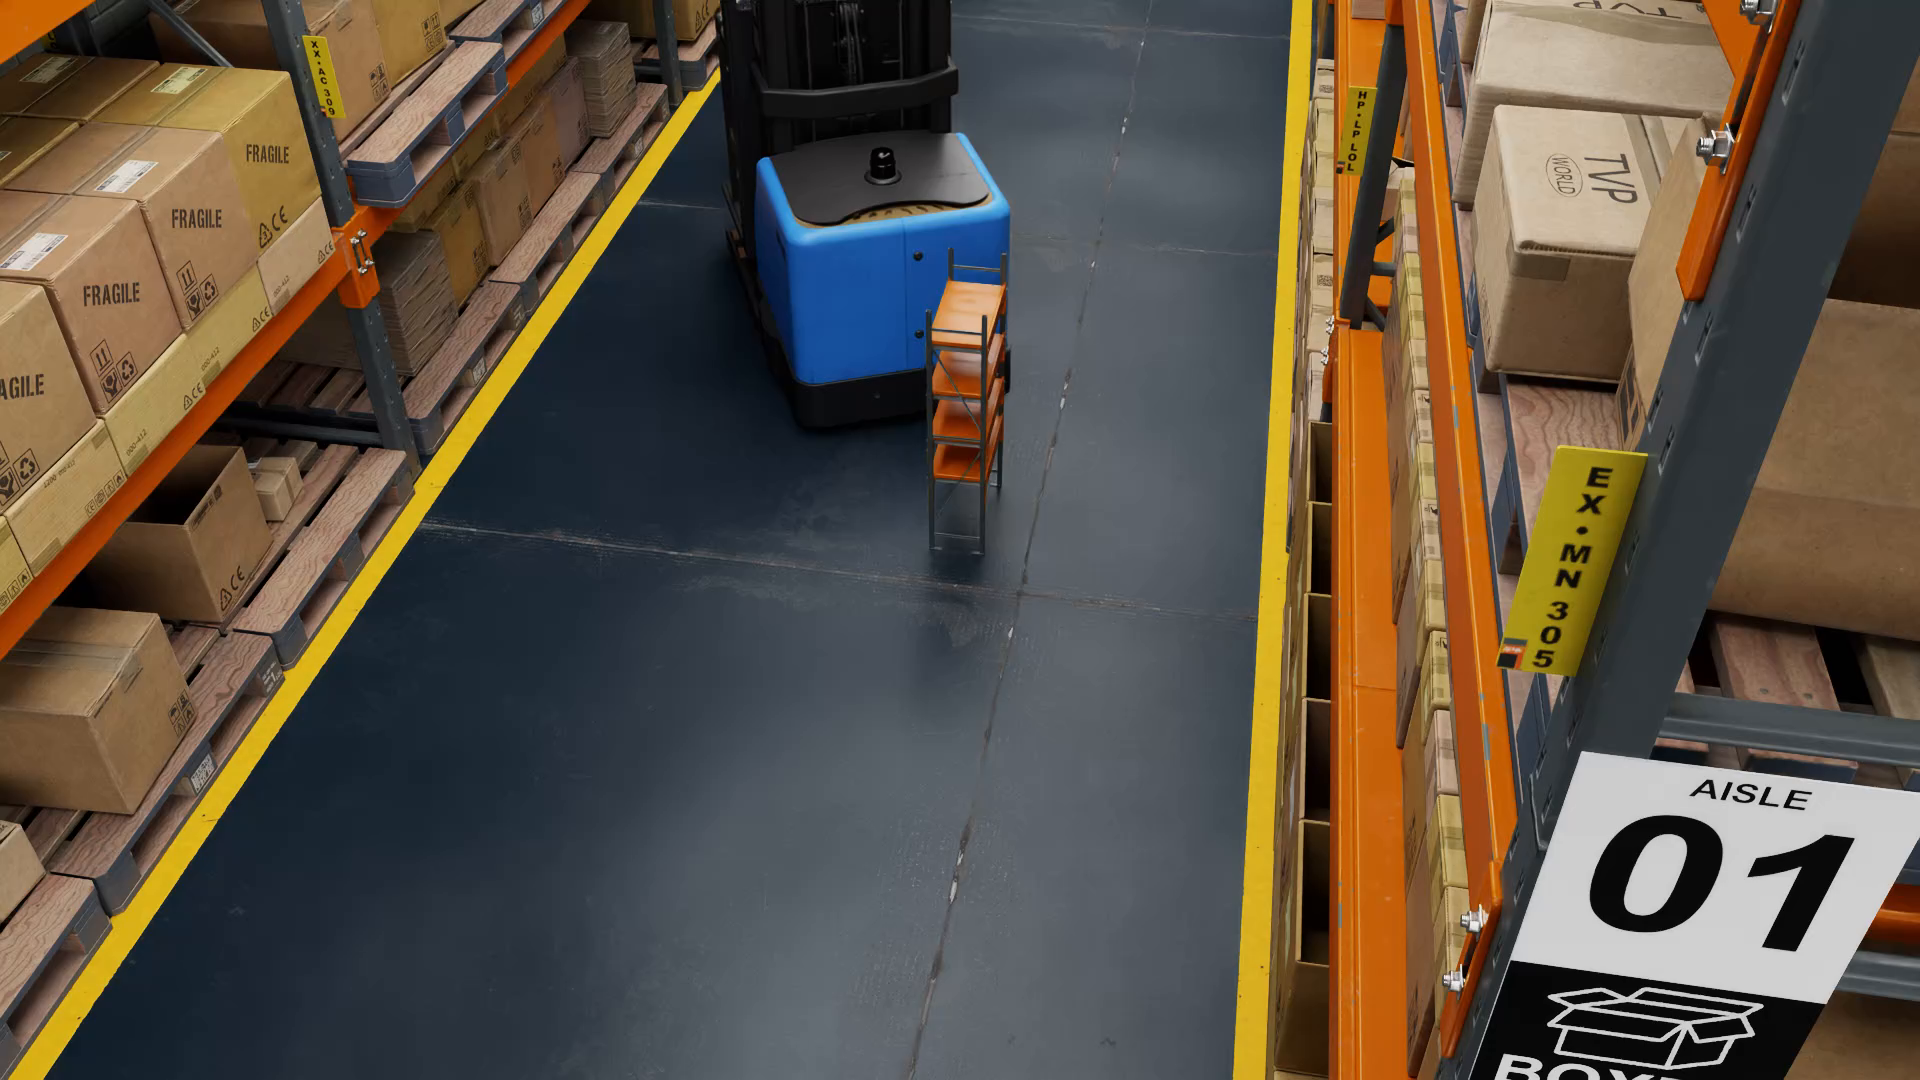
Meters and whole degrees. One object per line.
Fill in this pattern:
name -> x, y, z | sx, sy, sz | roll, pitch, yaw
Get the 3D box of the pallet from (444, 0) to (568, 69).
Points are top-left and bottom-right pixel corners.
pallet -> -2.578, -2.678, 8.285 | 1.003, 0.211, 1.213 | 6, 40, 8

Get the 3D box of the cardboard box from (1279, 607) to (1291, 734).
cardboard box -> 1.441, 0.524, 6.090 | 0.500, 0.250, 0.500 | 6, 40, 8

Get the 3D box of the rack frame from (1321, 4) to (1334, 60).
rack frame -> 2.604, -3.455, 9.075 | 1.000, 3.000, 0.127 | 6, 40, 8

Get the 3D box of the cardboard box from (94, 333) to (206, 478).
cardboard box -> -2.918, -0.478, 5.577 | 0.500, 0.250, 0.500 | 6, 40, 7

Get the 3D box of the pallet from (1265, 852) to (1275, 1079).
pallet -> 1.524, 1.393, 5.400 | 1.003, 0.211, 1.213 | 6, 40, 8

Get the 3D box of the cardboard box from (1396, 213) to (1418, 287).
cardboard box -> 1.631, -0.928, 5.431 | 0.380, 0.149, 0.250 | 7, 40, 8

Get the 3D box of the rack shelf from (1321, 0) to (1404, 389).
rack shelf -> 2.257, -1.922, 7.786 | 1.077, 0.370, 4.000 | 6, 40, 8

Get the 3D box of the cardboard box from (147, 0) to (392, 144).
cardboard box -> -2.847, -2.012, 6.906 | 0.700, 0.500, 0.500 | 7, 40, 8

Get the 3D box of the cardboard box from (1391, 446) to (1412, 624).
cardboard box -> 1.665, -0.058, 4.887 | 0.700, 0.500, 0.500 | 7, 40, 8

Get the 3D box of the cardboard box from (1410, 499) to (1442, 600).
cardboard box -> 1.364, 0.043, 4.257 | 0.380, 0.149, 0.250 | 6, 40, 7

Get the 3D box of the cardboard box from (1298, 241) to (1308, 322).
cardboard box -> 1.964, -1.296, 8.292 | 0.500, 0.250, 0.500 | 7, 40, 9

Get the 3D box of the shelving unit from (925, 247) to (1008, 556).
shelving unit -> 0.029, -0.566, 6.993 | 0.258, 1.200, 0.503 | 6, 40, 8

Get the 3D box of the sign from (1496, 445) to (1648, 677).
sign -> 0.687, 0.031, 1.872 | 0.100, 0.325, 0.005 | 6, 40, 8

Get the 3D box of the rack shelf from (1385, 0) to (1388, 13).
rack shelf -> 2.257, -3.078, 6.830 | 1.077, 0.370, 4.000 | 6, 40, 8

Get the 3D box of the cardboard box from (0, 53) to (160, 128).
cardboard box -> -3.255, -1.455, 6.170 | 0.500, 0.500, 0.500 | 6, 40, 7

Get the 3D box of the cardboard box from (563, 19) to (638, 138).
cardboard box -> -2.349, -2.747, 9.835 | 0.700, 0.500, 0.500 | 7, 40, 8

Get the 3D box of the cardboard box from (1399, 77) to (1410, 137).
cardboard box -> 2.238, -2.108, 7.367 | 0.500, 0.500, 0.500 | 6, 40, 8

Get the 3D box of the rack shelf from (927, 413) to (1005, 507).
rack shelf -> 0.029, -0.361, 7.163 | 0.258, 0.148, 0.480 | 6, 40, 8

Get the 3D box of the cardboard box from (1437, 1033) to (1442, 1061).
cardboard box -> 1.098, 1.017, 3.079 | 0.380, 0.149, 0.250 | 6, 40, 7

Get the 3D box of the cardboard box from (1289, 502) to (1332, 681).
cardboard box -> 1.444, 0.236, 5.851 | 0.500, 0.500, 0.500 | 6, 40, 8

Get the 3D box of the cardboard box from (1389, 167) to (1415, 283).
cardboard box -> 1.954, -1.200, 6.466 | 0.500, 0.250, 0.500 | 9, 40, 10

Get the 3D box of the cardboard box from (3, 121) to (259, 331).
cardboard box -> -2.826, -1.083, 5.719 | 0.500, 0.500, 0.500 | 6, 40, 7

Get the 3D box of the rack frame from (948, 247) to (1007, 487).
rack frame -> 0.071, -0.719, 7.179 | 0.240, 1.200, 0.015 | 6, 40, 8

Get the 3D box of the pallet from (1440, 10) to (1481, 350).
pallet -> 1.576, -0.765, 3.536 | 1.003, 0.211, 1.213 | 6, 40, 8

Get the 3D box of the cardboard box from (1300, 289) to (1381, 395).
cardboard box -> 1.783, -0.876, 7.343 | 0.500, 0.311, 0.500 | 7, 40, 9

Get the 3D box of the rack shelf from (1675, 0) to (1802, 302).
rack shelf -> 1.565, -1.570, 2.965 | 1.077, 0.370, 4.000 | 6, 40, 8

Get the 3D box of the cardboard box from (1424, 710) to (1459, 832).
cardboard box -> 1.231, 0.534, 3.663 | 0.380, 0.149, 0.250 | 7, 40, 8

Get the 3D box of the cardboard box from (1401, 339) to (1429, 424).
cardboard box -> 1.498, -0.444, 4.846 | 0.380, 0.149, 0.250 | 5, 40, 6

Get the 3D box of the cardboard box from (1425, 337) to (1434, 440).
cardboard box -> 1.667, -0.572, 4.492 | 0.700, 0.500, 0.500 | 6, 40, 8

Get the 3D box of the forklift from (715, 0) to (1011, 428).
forklift -> -0.648, -2.600, 8.095 | 1.130, 2.935, 3.031 | -10, 41, -12

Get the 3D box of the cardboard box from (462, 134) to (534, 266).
cardboard box -> -2.689, -1.804, 8.694 | 0.700, 0.500, 0.500 | 7, 40, 8

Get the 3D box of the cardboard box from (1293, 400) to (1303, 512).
cardboard box -> 1.698, -0.339, 7.134 | 0.500, 0.250, 0.500 | 6, 40, 7

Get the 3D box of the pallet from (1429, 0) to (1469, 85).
pallet -> 1.789, -1.528, 4.460 | 1.003, 0.211, 1.213 | 6, 40, 8

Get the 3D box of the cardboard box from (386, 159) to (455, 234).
cardboard box -> -2.784, -1.724, 8.009 | 0.500, 0.250, 0.500 | 6, 40, 7

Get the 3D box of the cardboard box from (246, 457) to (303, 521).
cardboard box -> -3.031, -0.227, 7.049 | 0.380, 0.166, 0.250 | 2, 40, 2

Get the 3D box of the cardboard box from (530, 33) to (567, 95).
cardboard box -> -2.510, -2.685, 9.172 | 0.500, 0.250, 0.500 | 7, 40, 9

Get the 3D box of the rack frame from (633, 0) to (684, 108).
rack frame -> -2.276, -3.999, 9.732 | 1.000, 3.000, 0.127 | 6, 40, 8

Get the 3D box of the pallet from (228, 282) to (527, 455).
pallet -> -2.835, -0.902, 8.176 | 1.003, 0.211, 1.213 | 6, 40, 8

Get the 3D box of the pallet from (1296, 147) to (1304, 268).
pallet -> 2.423, -1.868, 9.343 | 1.003, 0.211, 1.213 | 6, 40, 8

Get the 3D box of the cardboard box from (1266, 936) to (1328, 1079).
cardboard box -> 1.180, 1.465, 4.952 | 0.500, 0.250, 0.500 | 6, 40, 8

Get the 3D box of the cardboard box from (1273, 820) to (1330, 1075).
cardboard box -> 1.177, 1.176, 4.713 | 0.500, 0.500, 0.500 | 6, 40, 8

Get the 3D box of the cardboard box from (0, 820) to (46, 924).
cardboard box -> -3.353, 1.107, 5.322 | 0.500, 0.311, 0.500 | 10, 41, 11

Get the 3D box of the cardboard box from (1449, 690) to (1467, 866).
cardboard box -> 1.407, 0.372, 3.350 | 0.700, 0.500, 0.500 | 5, 40, 7

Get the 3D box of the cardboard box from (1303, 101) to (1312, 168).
cardboard box -> 2.224, -2.261, 9.459 | 0.500, 0.250, 0.500 | 6, 40, 8

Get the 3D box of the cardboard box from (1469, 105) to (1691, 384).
cardboard box -> 1.159, -0.500, 2.825 | 0.500, 0.250, 0.500 | 6, 40, 8

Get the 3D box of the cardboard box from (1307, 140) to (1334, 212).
cardboard box -> 2.051, -1.826, 8.493 | 0.500, 0.311, 0.500 | 5, 40, 6

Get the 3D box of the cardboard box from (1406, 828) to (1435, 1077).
cardboard box -> 1.399, 0.906, 3.722 | 0.700, 0.500, 0.500 | 7, 40, 9
